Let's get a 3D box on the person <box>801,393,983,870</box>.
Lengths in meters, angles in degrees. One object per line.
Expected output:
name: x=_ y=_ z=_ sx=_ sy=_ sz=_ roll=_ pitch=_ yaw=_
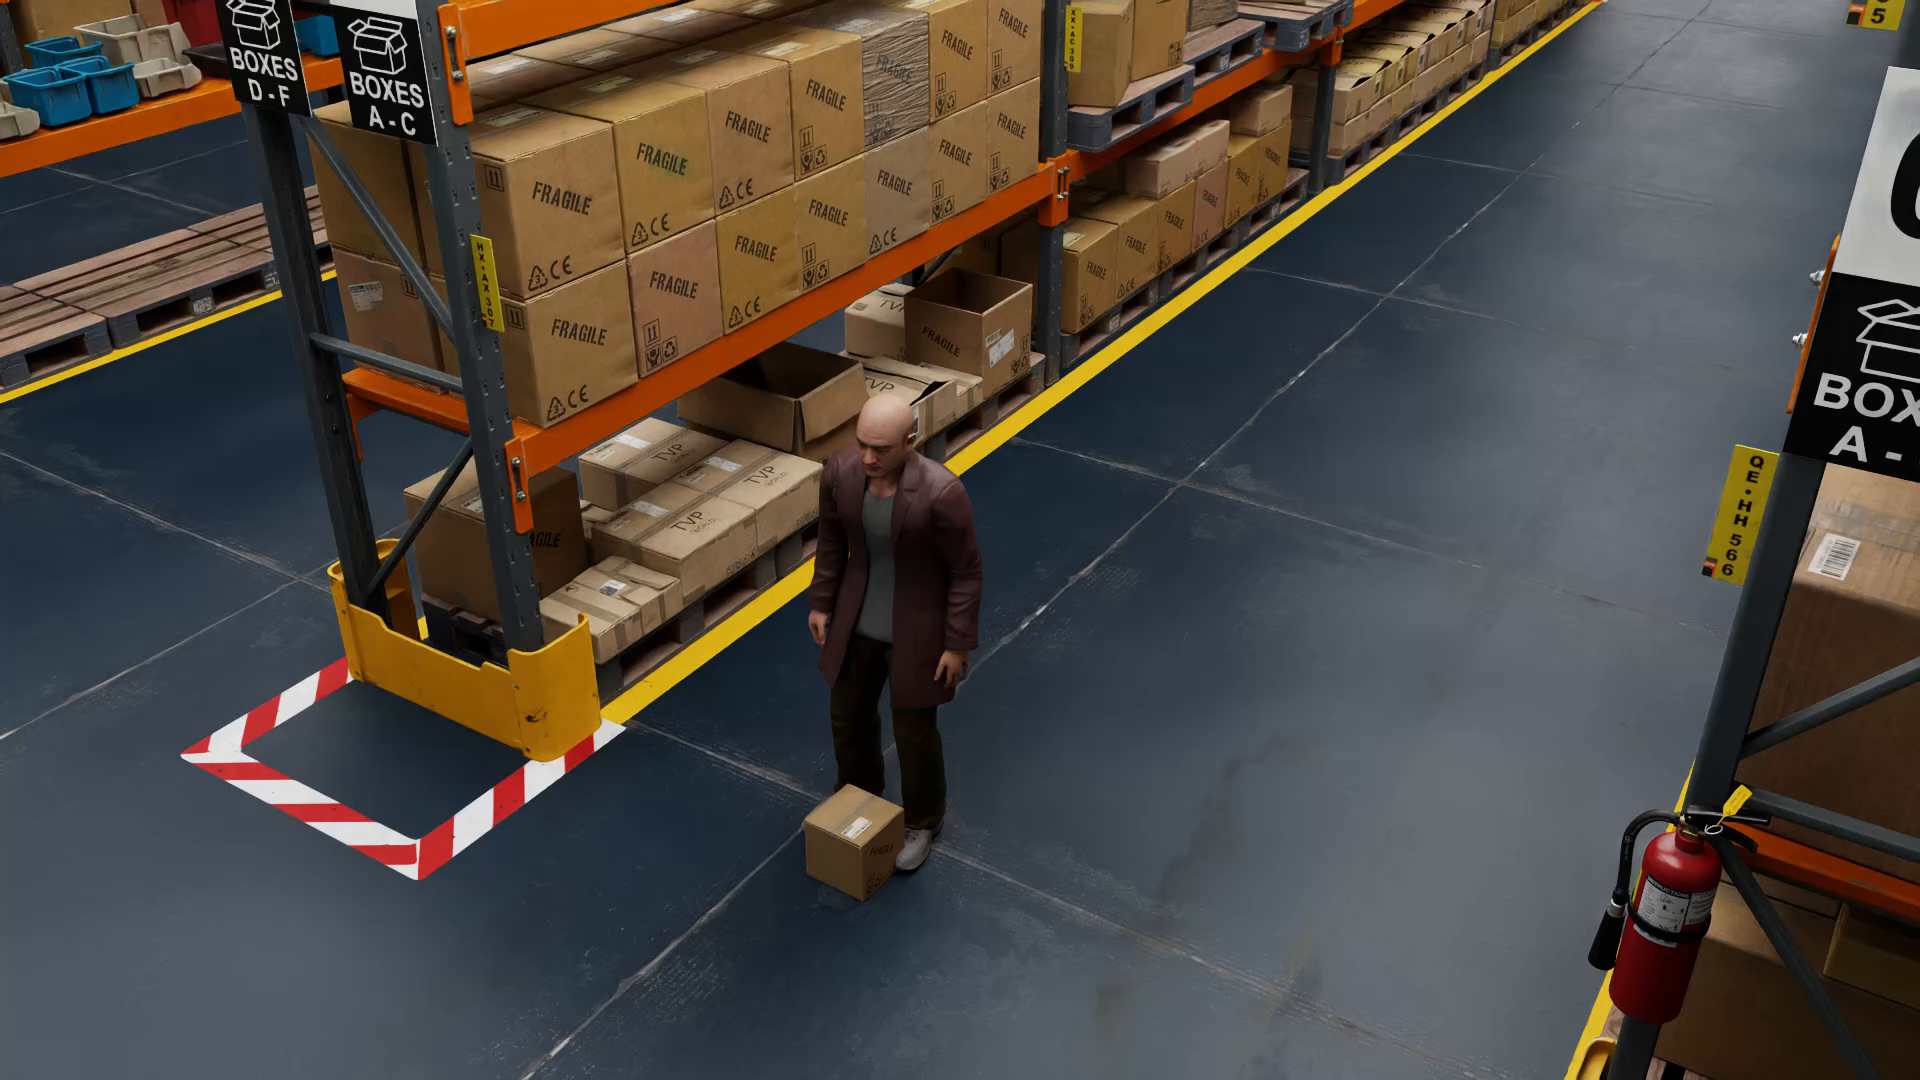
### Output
person: x=-0.233 y=0.296 z=5.636 sx=0.648 sy=1.772 sz=0.429 roll=15 pitch=33 yaw=24
